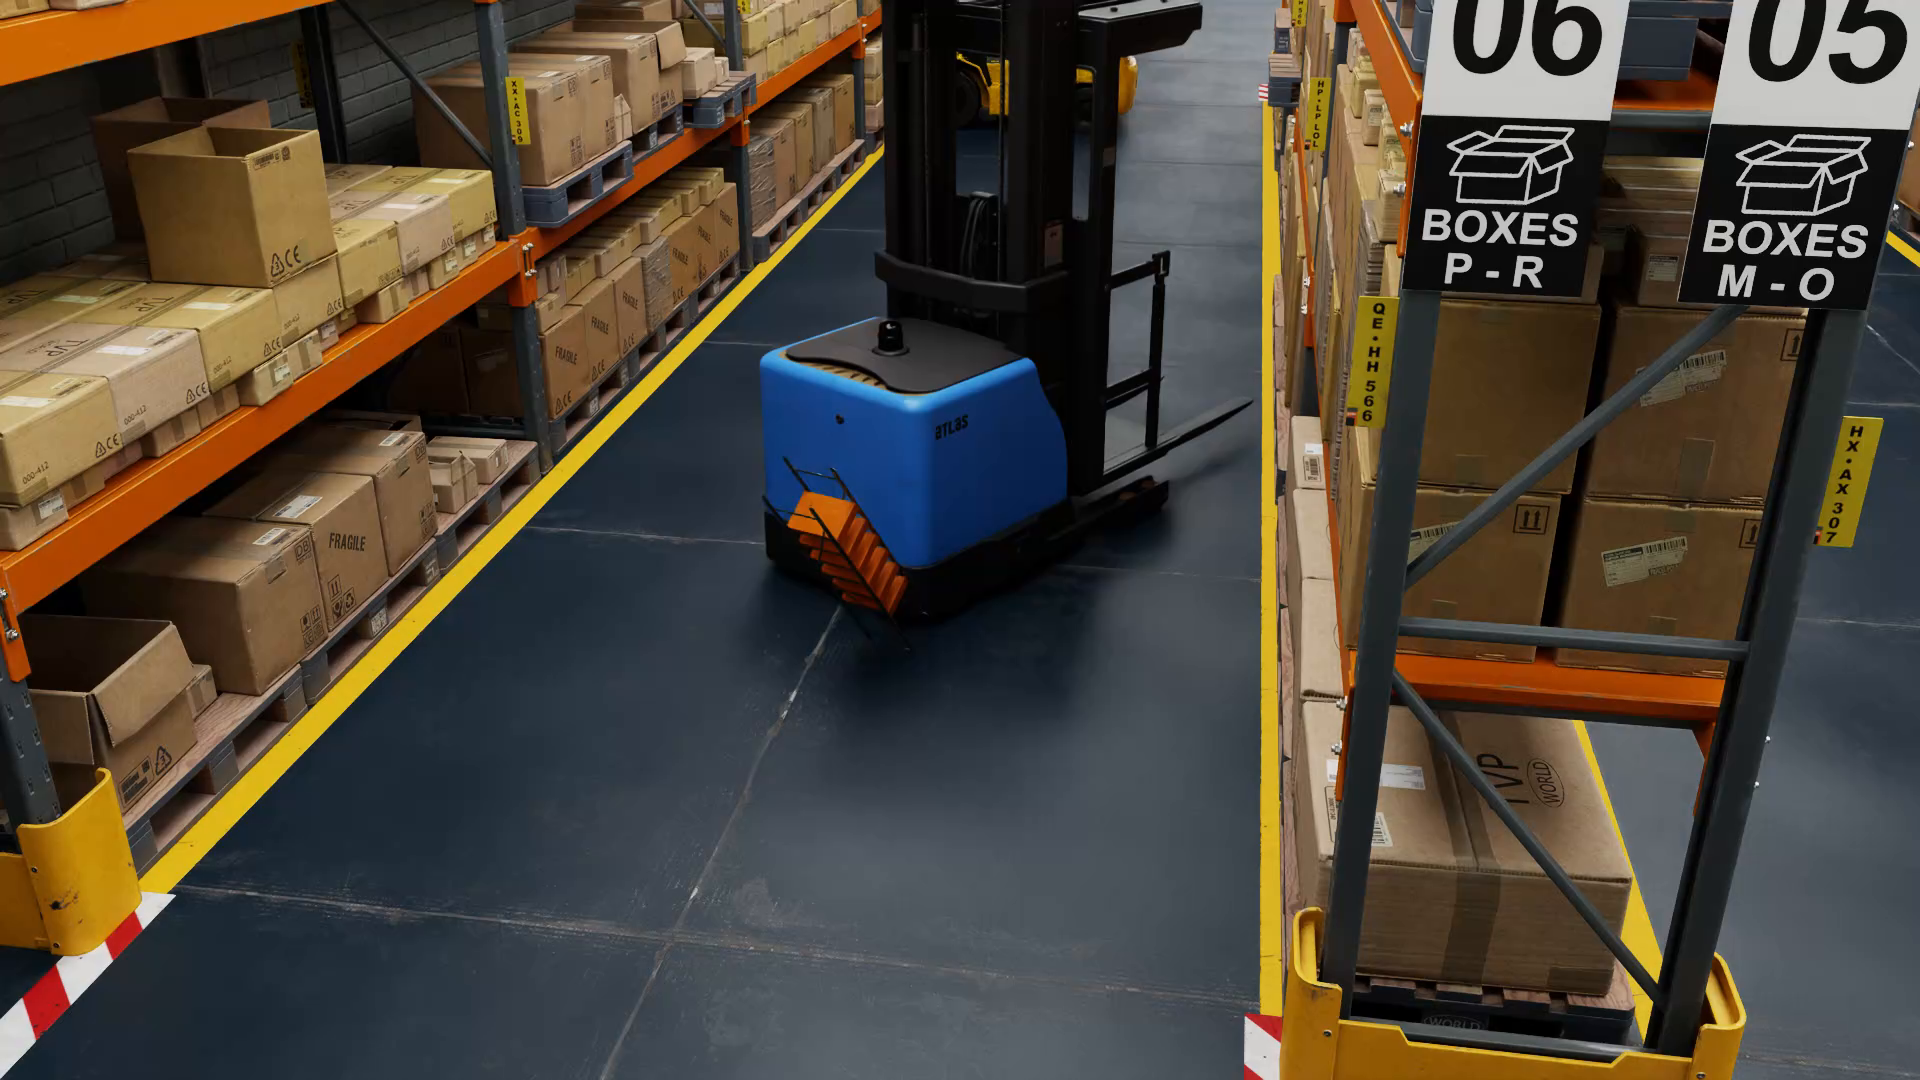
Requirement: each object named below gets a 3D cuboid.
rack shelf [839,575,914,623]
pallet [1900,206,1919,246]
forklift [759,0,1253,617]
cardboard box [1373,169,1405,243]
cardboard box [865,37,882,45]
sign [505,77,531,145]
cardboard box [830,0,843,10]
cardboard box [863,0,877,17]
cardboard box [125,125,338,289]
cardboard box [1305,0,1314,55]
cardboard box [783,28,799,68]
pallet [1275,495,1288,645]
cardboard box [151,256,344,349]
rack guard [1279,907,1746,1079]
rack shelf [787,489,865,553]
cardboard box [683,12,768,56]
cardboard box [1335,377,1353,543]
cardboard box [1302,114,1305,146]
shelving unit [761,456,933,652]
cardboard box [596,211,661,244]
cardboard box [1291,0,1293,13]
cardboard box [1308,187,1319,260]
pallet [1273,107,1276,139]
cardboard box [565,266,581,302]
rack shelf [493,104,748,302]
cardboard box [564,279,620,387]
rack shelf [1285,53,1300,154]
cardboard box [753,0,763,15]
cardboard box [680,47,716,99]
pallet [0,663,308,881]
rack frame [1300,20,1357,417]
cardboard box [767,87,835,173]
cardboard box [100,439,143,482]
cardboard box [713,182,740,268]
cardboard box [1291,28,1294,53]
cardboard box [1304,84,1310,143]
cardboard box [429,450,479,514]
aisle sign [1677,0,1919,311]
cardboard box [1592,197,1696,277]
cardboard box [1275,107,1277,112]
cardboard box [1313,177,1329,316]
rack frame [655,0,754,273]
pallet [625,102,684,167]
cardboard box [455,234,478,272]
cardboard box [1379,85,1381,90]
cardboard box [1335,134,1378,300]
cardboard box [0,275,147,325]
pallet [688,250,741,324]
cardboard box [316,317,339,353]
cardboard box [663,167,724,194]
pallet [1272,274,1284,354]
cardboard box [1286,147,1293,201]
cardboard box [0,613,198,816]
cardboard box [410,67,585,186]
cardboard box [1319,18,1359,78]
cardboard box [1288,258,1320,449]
[{"bbox_3d":[-0.354,0.224,7.037,0.258,0.103,0.180,14,65,27],"label":"rack shelf"},{"bbox_3d":[8.131,-2.362,13.048,1.003,0.211,1.213,4,25,9],"label":"pallet"},{"bbox_3d":[0.421,-1.533,8.067,1.130,2.935,3.031,20,32,36],"label":"forklift"},{"bbox_3d":[1.357,-0.924,4.624,0.380,0.149,0.250,4,25,8],"label":"cardboard box"},{"bbox_3d":[-0.935,-4.899,16.747,0.500,0.250,0.500,4,25,9],"label":"cardboard box"},{"bbox_3d":[-2.188,-2.120,8.219,0.100,0.325,0.005,4,25,9],"label":"sign"},{"bbox_3d":[-1.322,-4.828,14.613,0.500,0.250,0.500,3,25,7],"label":"cardboard box"},{"bbox_3d":[-1.087,-5.321,15.961,0.500,0.500,0.500,3,25,7],"label":"cardboard box"},{"bbox_3d":[-2.794,-1.294,6.418,0.500,0.500,0.500,5,25,10],"label":"cardboard box"},{"bbox_3d":[2.505,-3.401,10.681,0.500,0.500,0.500,3,25,7],"label":"cardboard box"},{"bbox_3d":[-1.593,-3.962,13.352,0.500,0.250,0.500,3,25,7],"label":"cardboard box"},{"bbox_3d":[1.971,0.156,7.668,1.003,0.211,1.213,4,25,9],"label":"pallet"},{"bbox_3d":[-2.814,-0.965,6.600,0.500,0.250,0.500,3,25,7],"label":"cardboard box"},{"bbox_3d":[1.515,1.395,4.679,1.175,0.500,0.348,4,25,9],"label":"rack guard"},{"bbox_3d":[-0.533,-0.077,6.549,0.258,0.103,0.180,14,65,27],"label":"rack shelf"},{"bbox_3d":[-1.733,-3.760,12.332,0.500,0.250,0.500,4,25,8],"label":"cardboard box"},{"bbox_3d":[1.434,-0.221,5.066,0.500,0.500,0.500,3,25,7],"label":"cardboard box"},{"bbox_3d":[2.432,-2.621,10.489,0.500,0.250,0.500,3,25,7],"label":"cardboard box"},{"bbox_3d":[-0.439,0.081,6.806,0.258,1.200,0.189,14,65,27],"label":"shelving unit"},{"bbox_3d":[-2.146,-2.010,10.694,0.380,0.149,0.250,3,25,6],"label":"cardboard box"},{"bbox_3d":[2.872,-4.329,12.995,0.500,0.500,0.500,3,25,6],"label":"cardboard box"},{"bbox_3d":[1.997,-1.557,8.215,0.500,0.250,0.500,3,25,7],"label":"cardboard box"},{"bbox_3d":[3.752,-4.298,17.182,1.003,0.211,1.213,4,25,9],"label":"pallet"},{"bbox_3d":[-2.404,-1.475,9.550,0.380,0.149,0.250,3,25,6],"label":"cardboard box"},{"bbox_3d":[-2.398,-2.273,10.416,1.077,0.370,4.000,4,25,9],"label":"rack shelf"},{"bbox_3d":[-2.346,-1.230,9.793,0.500,0.500,0.500,4,25,8],"label":"cardboard box"},{"bbox_3d":[3.153,-3.603,13.258,1.077,0.370,4.000,4,25,9],"label":"rack shelf"},{"bbox_3d":[-1.686,-3.999,12.371,0.380,0.149,0.250,5,25,10],"label":"cardboard box"},{"bbox_3d":[-1.924,-3.093,11.002,0.500,0.250,0.500,3,25,6],"label":"cardboard box"},{"bbox_3d":[-3.237,0.809,6.274,1.003,0.211,1.213,4,25,9],"label":"pallet"},{"bbox_3d":[2.173,-1.420,7.745,1.000,3.000,0.127,4,25,9],"label":"rack frame"},{"bbox_3d":[-1.626,-3.680,14.878,0.875,0.625,0.625,4,25,8],"label":"cardboard box"},{"bbox_3d":[-3.049,-0.316,5.682,0.380,0.149,0.250,4,25,8],"label":"cardboard box"},{"bbox_3d":[-1.928,-2.301,12.081,0.500,0.500,0.500,5,26,10],"label":"cardboard box"},{"bbox_3d":[2.698,-3.769,12.564,0.380,0.149,0.250,4,25,9],"label":"cardboard box"},{"bbox_3d":[2.225,-2.421,9.472,0.500,0.250,0.500,4,25,9],"label":"cardboard box"},{"bbox_3d":[-2.584,-0.311,8.106,0.396,0.266,0.258,5,26,10],"label":"cardboard box"},{"bbox_3d":[1.793,-0.874,3.512,0.394,0.787,0.004,4,25,9],"label":"aisle sign"},{"bbox_3d":[1.823,-0.782,4.321,0.380,0.149,0.250,5,25,10],"label":"cardboard box"},{"bbox_3d":[3.562,-4.623,17.336,0.500,0.250,0.500,6,26,12],"label":"cardboard box"},{"bbox_3d":[1.838,-1.287,7.343,0.500,0.500,0.500,5,26,10],"label":"cardboard box"},{"bbox_3d":[-2.071,-3.435,12.050,1.000,3.000,0.127,4,25,9],"label":"rack frame"},{"bbox_3d":[-2.384,-2.534,10.352,1.003,0.211,1.213,4,25,9],"label":"pallet"},{"bbox_3d":[-2.549,-1.387,7.971,0.380,0.149,0.250,5,25,10],"label":"cardboard box"},{"bbox_3d":[1.706,-1.560,5.982,0.380,0.149,0.250,4,25,8],"label":"cardboard box"},{"bbox_3d":[1.588,-1.100,5.765,0.500,0.500,0.500,4,25,8],"label":"cardboard box"},{"bbox_3d":[-3.394,-0.789,6.223,0.500,0.250,0.500,5,26,10],"label":"cardboard box"},{"bbox_3d":[-2.230,-1.862,11.980,1.003,0.211,1.213,4,25,9],"label":"pallet"},{"bbox_3d":[-2.797,-0.853,6.831,0.380,0.149,0.250,4,25,8],"label":"cardboard box"},{"bbox_3d":[-1.902,-2.563,11.875,0.380,0.149,0.250,3,25,6],"label":"cardboard box"},{"bbox_3d":[2.623,-1.505,11.217,1.003,0.211,1.213,4,25,9],"label":"pallet"},{"bbox_3d":[3.171,-2.954,13.627,0.950,0.372,0.625,5,26,10],"label":"cardboard box"},{"bbox_3d":[-3.185,0.602,5.875,0.797,0.503,0.637,3,25,6],"label":"cardboard box"},{"bbox_3d":[-2.425,-2.184,8.765,0.700,0.500,0.500,5,25,10],"label":"cardboard box"},{"bbox_3d":[2.075,-2.339,8.411,0.500,0.500,0.500,5,25,10],"label":"cardboard box"},{"bbox_3d":[2.195,-0.912,8.672,0.875,0.875,0.875,5,26,10],"label":"cardboard box"}]
